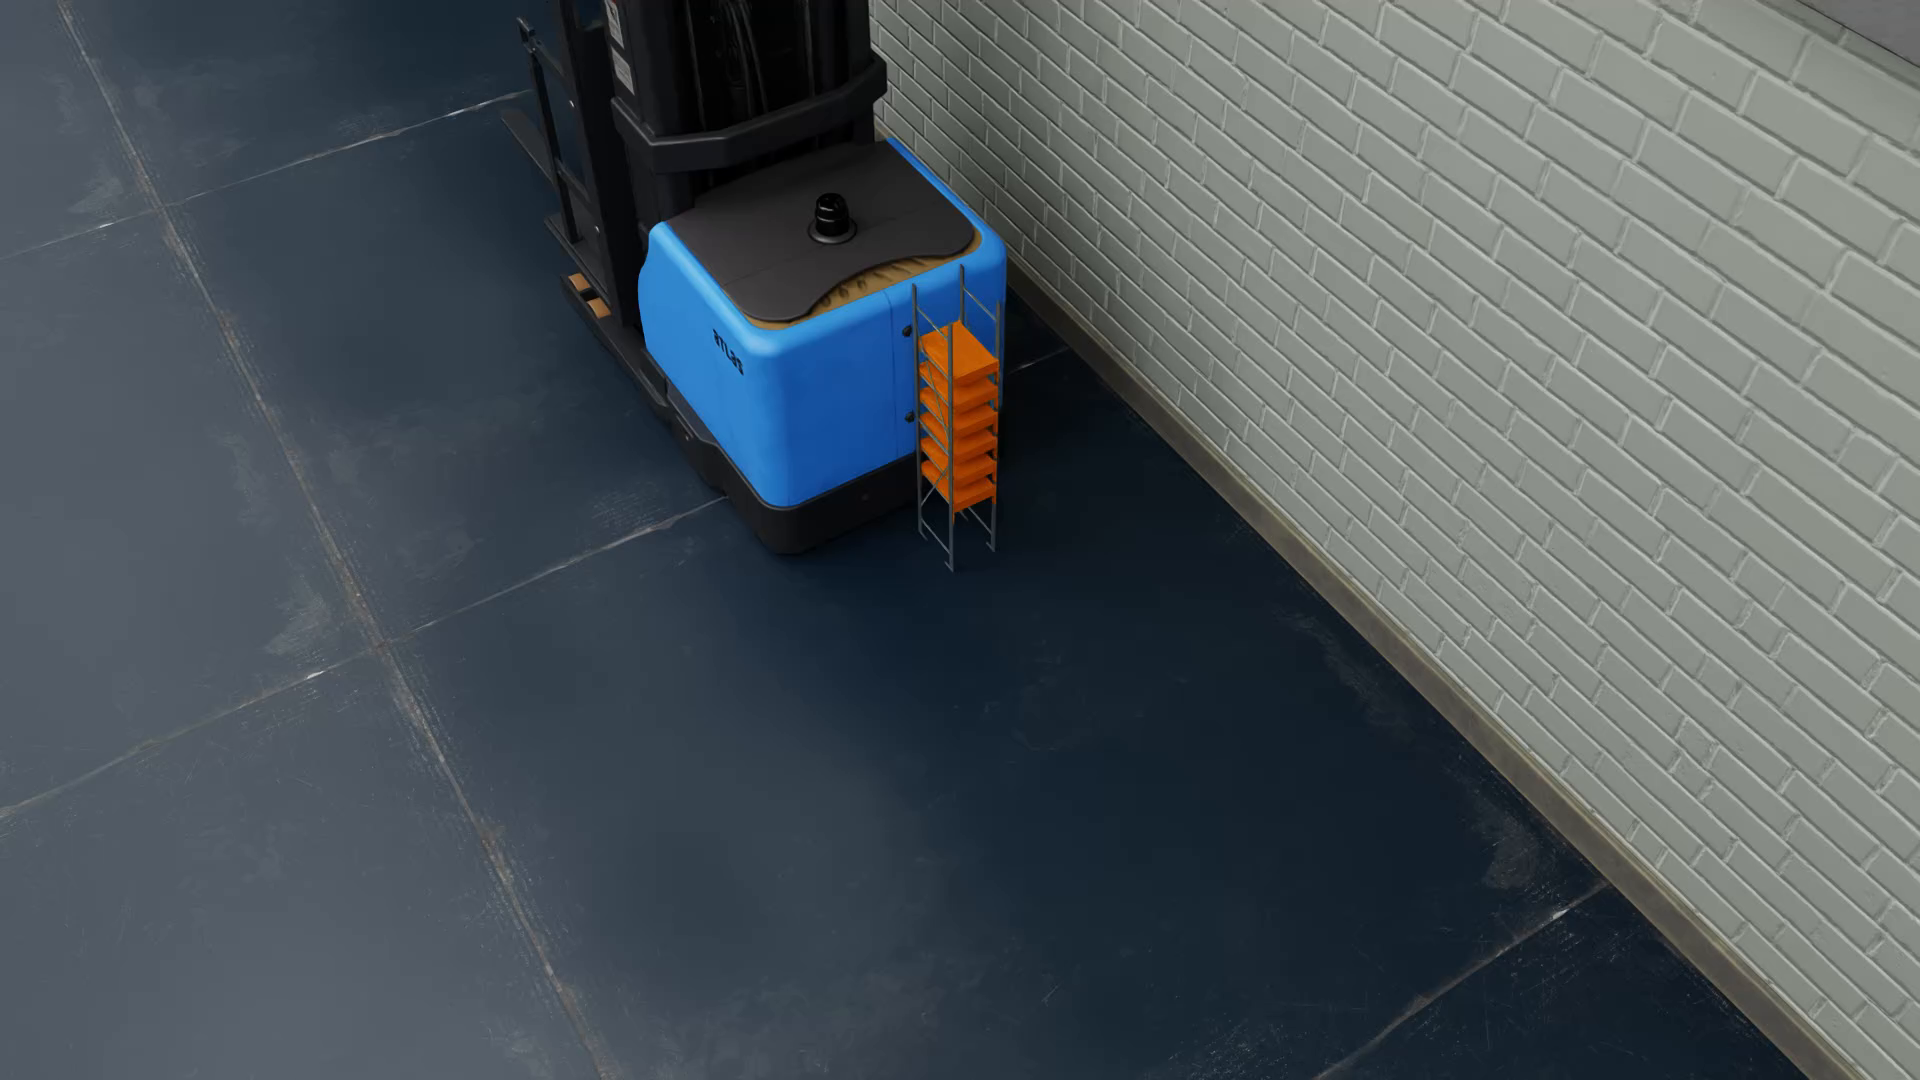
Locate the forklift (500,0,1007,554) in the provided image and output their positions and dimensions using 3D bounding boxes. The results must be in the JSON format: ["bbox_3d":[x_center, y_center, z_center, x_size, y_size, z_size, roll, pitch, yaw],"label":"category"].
[{"bbox_3d":[-1.040,-2.007,6.074,1.130,2.935,3.031,-26,53,-21],"label":"forklift"}]

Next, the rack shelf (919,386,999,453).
[{"bbox_3d":[-0.012,-0.444,5.740,0.180,0.103,0.258,-25,53,-21],"label":"rack shelf"}]

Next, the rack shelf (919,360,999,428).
[{"bbox_3d":[-0.012,-0.523,5.651,0.180,0.103,0.258,-25,53,-21],"label":"rack shelf"}]

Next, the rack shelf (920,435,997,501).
[{"bbox_3d":[-0.012,-0.284,5.920,0.180,0.103,0.258,-25,53,-21],"label":"rack shelf"}]

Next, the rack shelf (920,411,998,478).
[{"bbox_3d":[-0.012,-0.364,5.830,0.180,0.103,0.258,-25,53,-21],"label":"rack shelf"}]

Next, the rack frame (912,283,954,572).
[{"bbox_3d":[-0.090,-0.357,5.764,0.006,1.200,0.240,-25,53,-21],"label":"rack frame"}]

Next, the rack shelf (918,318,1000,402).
[{"bbox_3d":[-0.012,-0.603,5.561,0.180,0.103,0.258,-25,53,-21],"label":"rack shelf"}]

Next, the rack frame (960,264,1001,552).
[{"bbox_3d":[0.065,-0.430,5.829,0.006,1.200,0.240,-25,53,-21],"label":"rack frame"}]

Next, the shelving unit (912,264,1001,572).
[{"bbox_3d":[-0.012,-0.393,5.797,0.189,1.200,0.258,-25,53,-21],"label":"shelving unit"}]

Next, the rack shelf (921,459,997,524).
[{"bbox_3d":[-0.012,-0.204,6.009,0.180,0.103,0.258,-25,53,-21],"label":"rack shelf"}]
